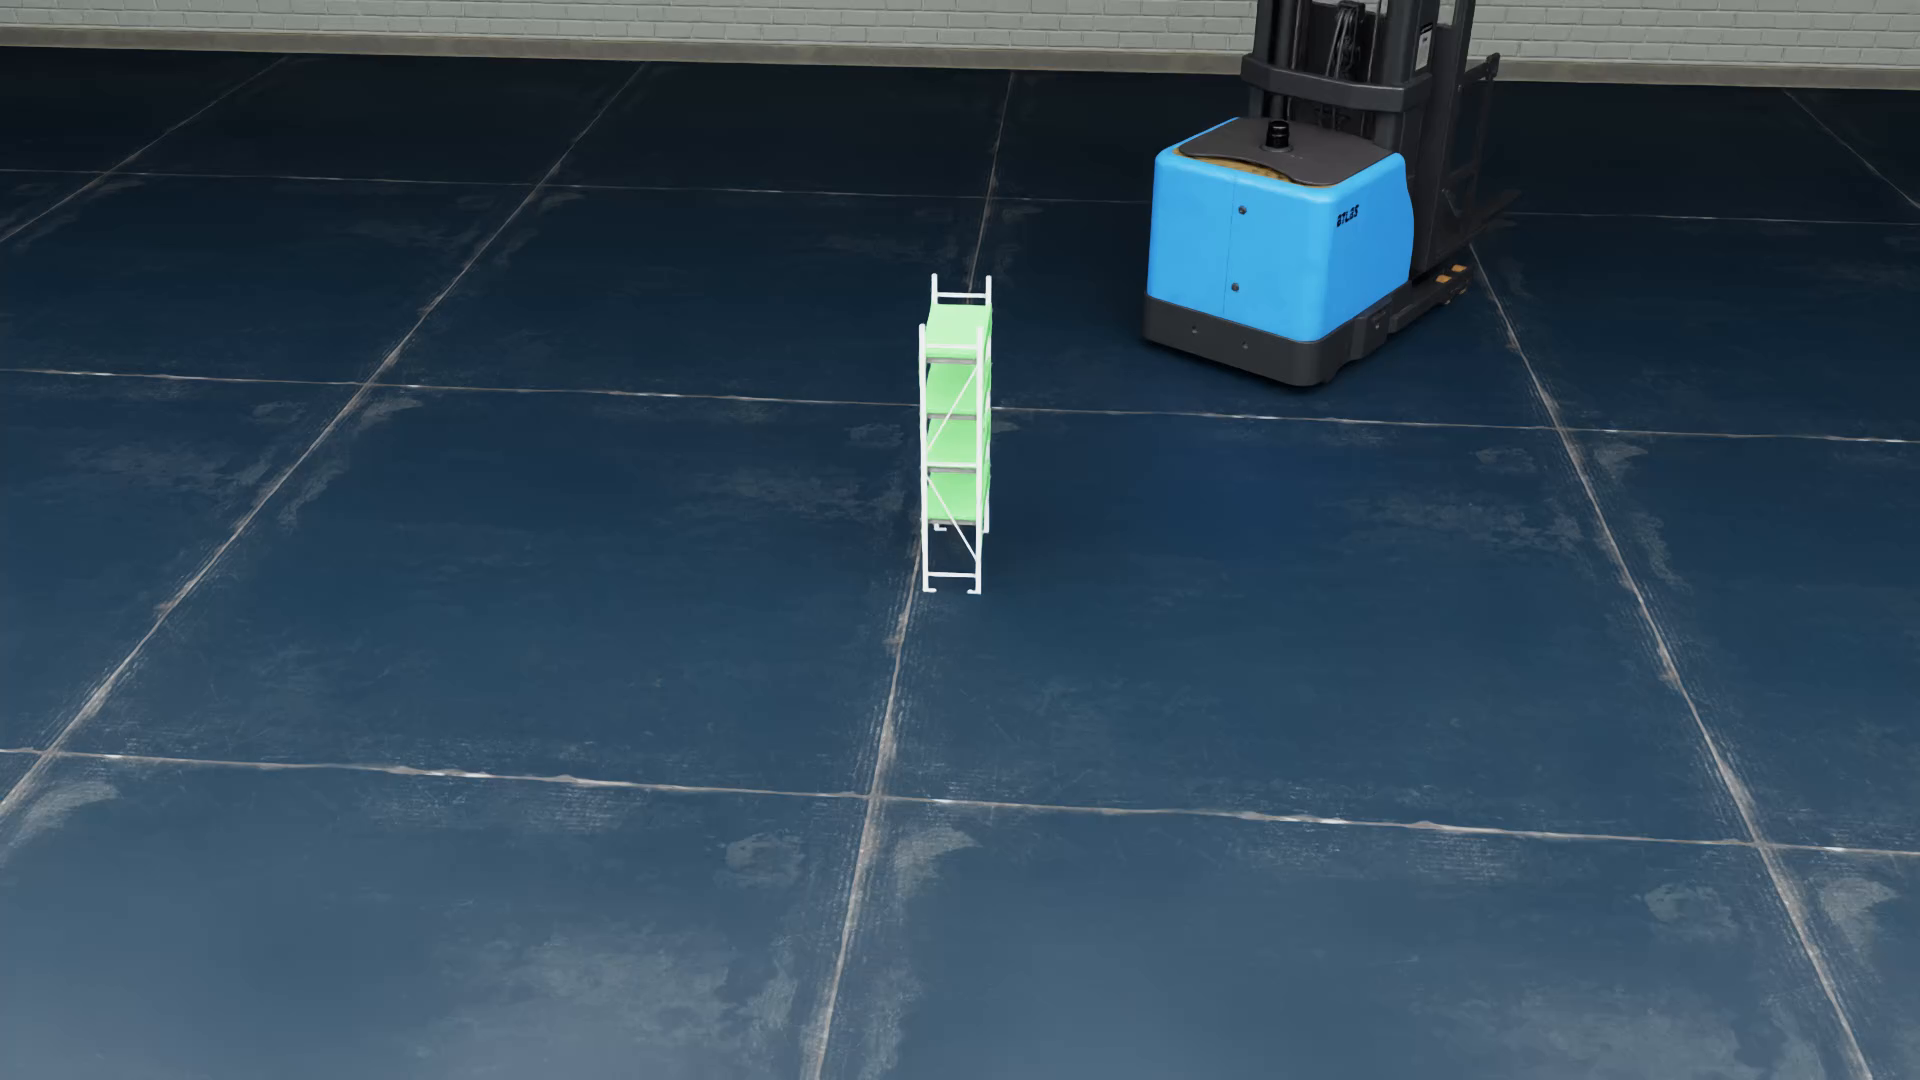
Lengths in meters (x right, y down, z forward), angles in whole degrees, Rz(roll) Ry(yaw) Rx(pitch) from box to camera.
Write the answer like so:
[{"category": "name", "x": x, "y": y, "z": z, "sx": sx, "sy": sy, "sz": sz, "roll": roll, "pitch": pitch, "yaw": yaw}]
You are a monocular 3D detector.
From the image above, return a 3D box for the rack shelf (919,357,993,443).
[{"category": "rack shelf", "x": -0.013, "y": -0.574, "z": 6.702, "sx": 0.258, "sy": 0.148, "sz": 0.480, "roll": 2, "pitch": 32, "yaw": 4}]

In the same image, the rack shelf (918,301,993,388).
[{"category": "rack shelf", "x": -0.013, "y": -0.778, "z": 6.576, "sx": 0.258, "sy": 0.148, "sz": 0.480, "roll": 2, "pitch": 32, "yaw": 4}]

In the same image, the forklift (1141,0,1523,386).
[{"category": "forklift", "x": 2.289, "y": -2.726, "z": 8.880, "sx": 1.130, "sy": 2.935, "sz": 3.031, "roll": 23, "pitch": 38, "yaw": 32}]

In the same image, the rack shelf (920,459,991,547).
[{"category": "rack shelf", "x": -0.013, "y": -0.166, "z": 6.954, "sx": 0.258, "sy": 0.148, "sz": 0.480, "roll": 2, "pitch": 32, "yaw": 4}]

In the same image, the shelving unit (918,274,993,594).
[{"category": "shelving unit", "x": -0.013, "y": -0.424, "z": 6.795, "sx": 0.258, "sy": 1.200, "sz": 0.503, "roll": 2, "pitch": 32, "yaw": 4}]

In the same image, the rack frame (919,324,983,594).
[{"category": "rack frame", "x": -0.033, "y": -0.297, "z": 6.588, "sx": 0.240, "sy": 1.200, "sz": 0.015, "roll": 2, "pitch": 32, "yaw": 4}]

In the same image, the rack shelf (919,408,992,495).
[{"category": "rack shelf", "x": -0.013, "y": -0.370, "z": 6.828, "sx": 0.258, "sy": 0.148, "sz": 0.480, "roll": 2, "pitch": 32, "yaw": 4}]

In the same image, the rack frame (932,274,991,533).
[{"category": "rack frame", "x": 0.006, "y": -0.552, "z": 7.002, "sx": 0.240, "sy": 1.200, "sz": 0.015, "roll": 2, "pitch": 32, "yaw": 4}]
